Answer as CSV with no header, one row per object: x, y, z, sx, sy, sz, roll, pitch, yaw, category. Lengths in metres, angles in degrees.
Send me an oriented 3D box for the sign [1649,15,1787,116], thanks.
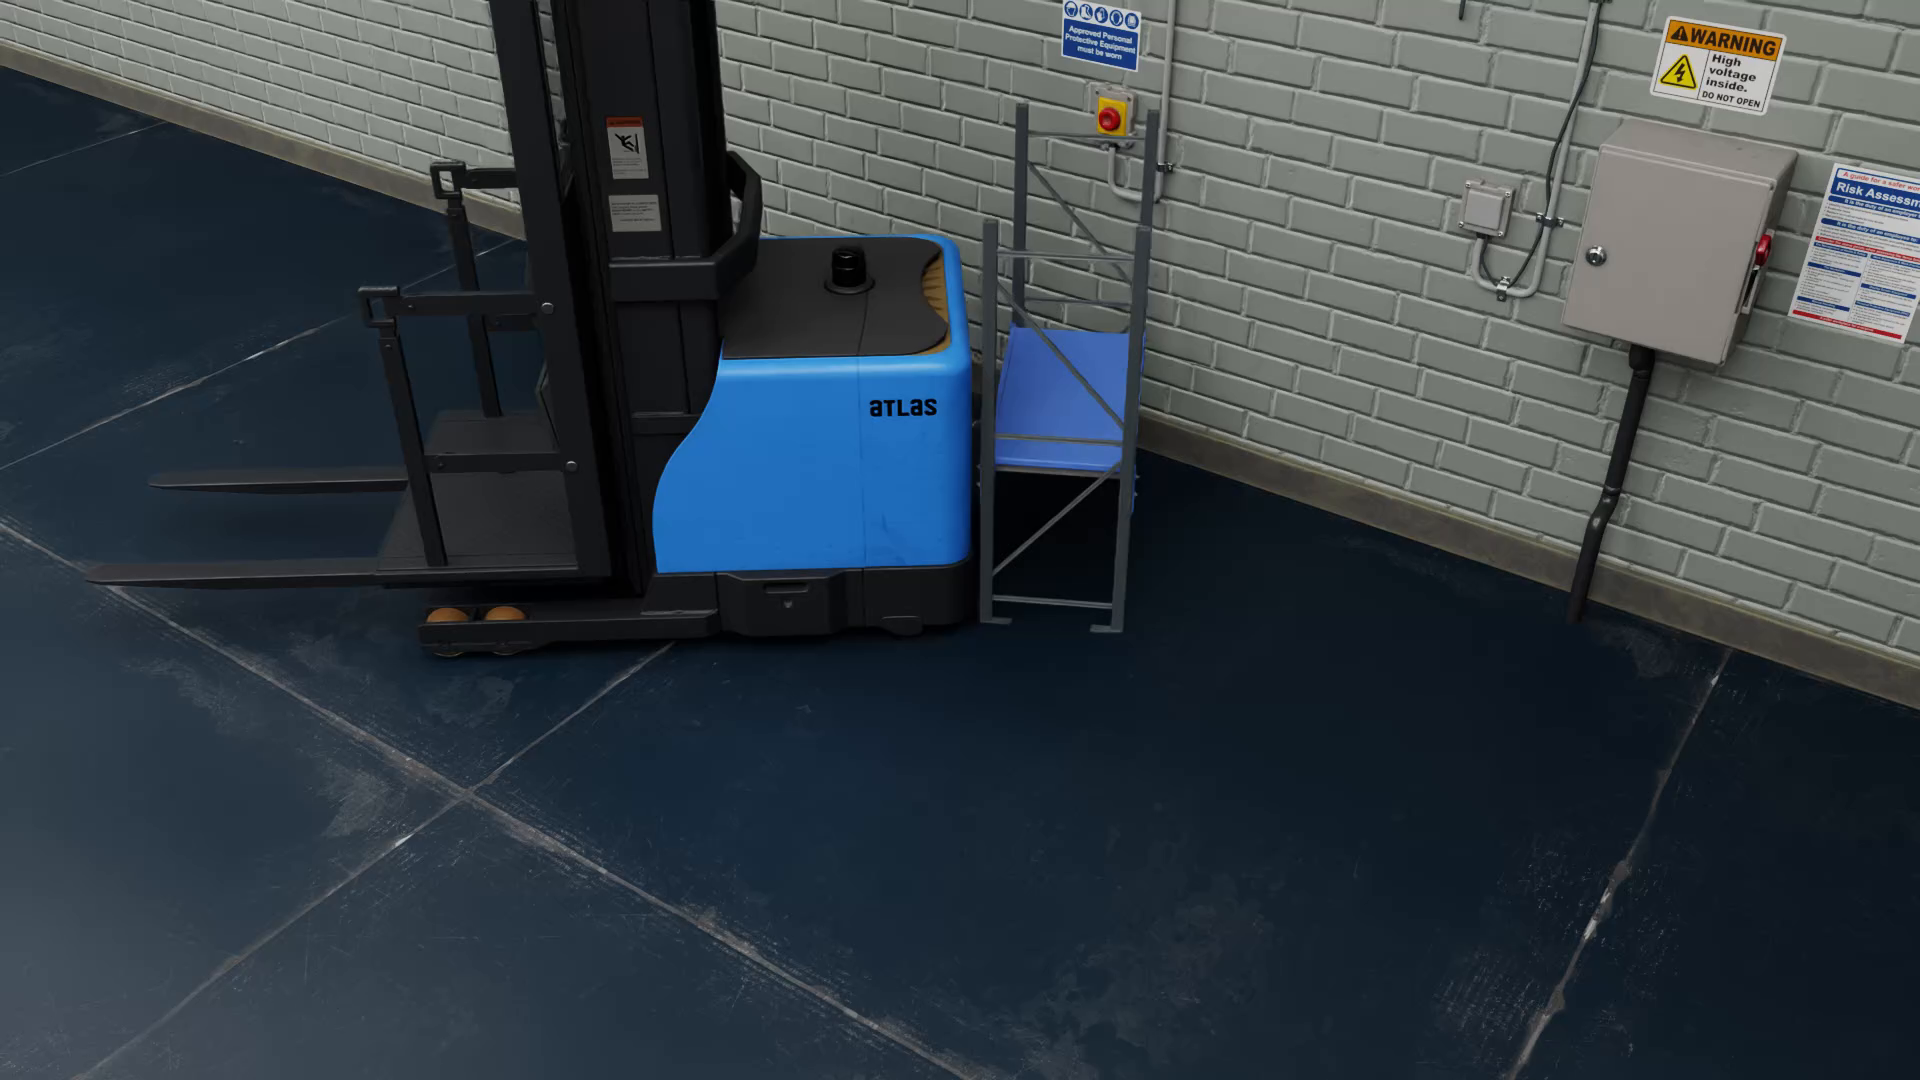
2.230,-1.399,4.904,0.339,0.242,0.001,21,39,28,sign

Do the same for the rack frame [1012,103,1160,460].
0.445,-0.887,6.222,0.500,1.500,0.032,4,34,6,rack frame

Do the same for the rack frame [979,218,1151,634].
0.318,-0.322,5.387,0.500,1.500,0.032,4,34,6,rack frame

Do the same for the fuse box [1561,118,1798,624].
2.158,-0.411,5.330,0.539,1.711,0.414,21,39,28,fuse box

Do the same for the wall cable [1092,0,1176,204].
0.515,-2.116,5.767,0.585,1.953,0.123,21,39,28,wall cable

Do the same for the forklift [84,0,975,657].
-1.483,-1.121,5.291,3.031,2.935,1.130,-2,34,-2,forklift

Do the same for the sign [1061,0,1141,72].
0.510,-1.838,6.049,0.327,0.218,0.001,21,39,28,sign

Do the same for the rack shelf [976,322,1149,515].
0.382,-0.455,5.905,0.538,0.185,1.000,4,34,6,rack shelf

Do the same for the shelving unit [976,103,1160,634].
0.382,-0.604,5.804,0.538,1.500,1.048,4,34,6,shelving unit

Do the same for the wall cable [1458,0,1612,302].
1.687,-1.656,5.114,0.588,1.984,0.122,21,39,28,wall cable

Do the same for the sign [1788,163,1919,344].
2.681,-0.842,4.903,0.329,0.494,0.001,21,39,28,sign
